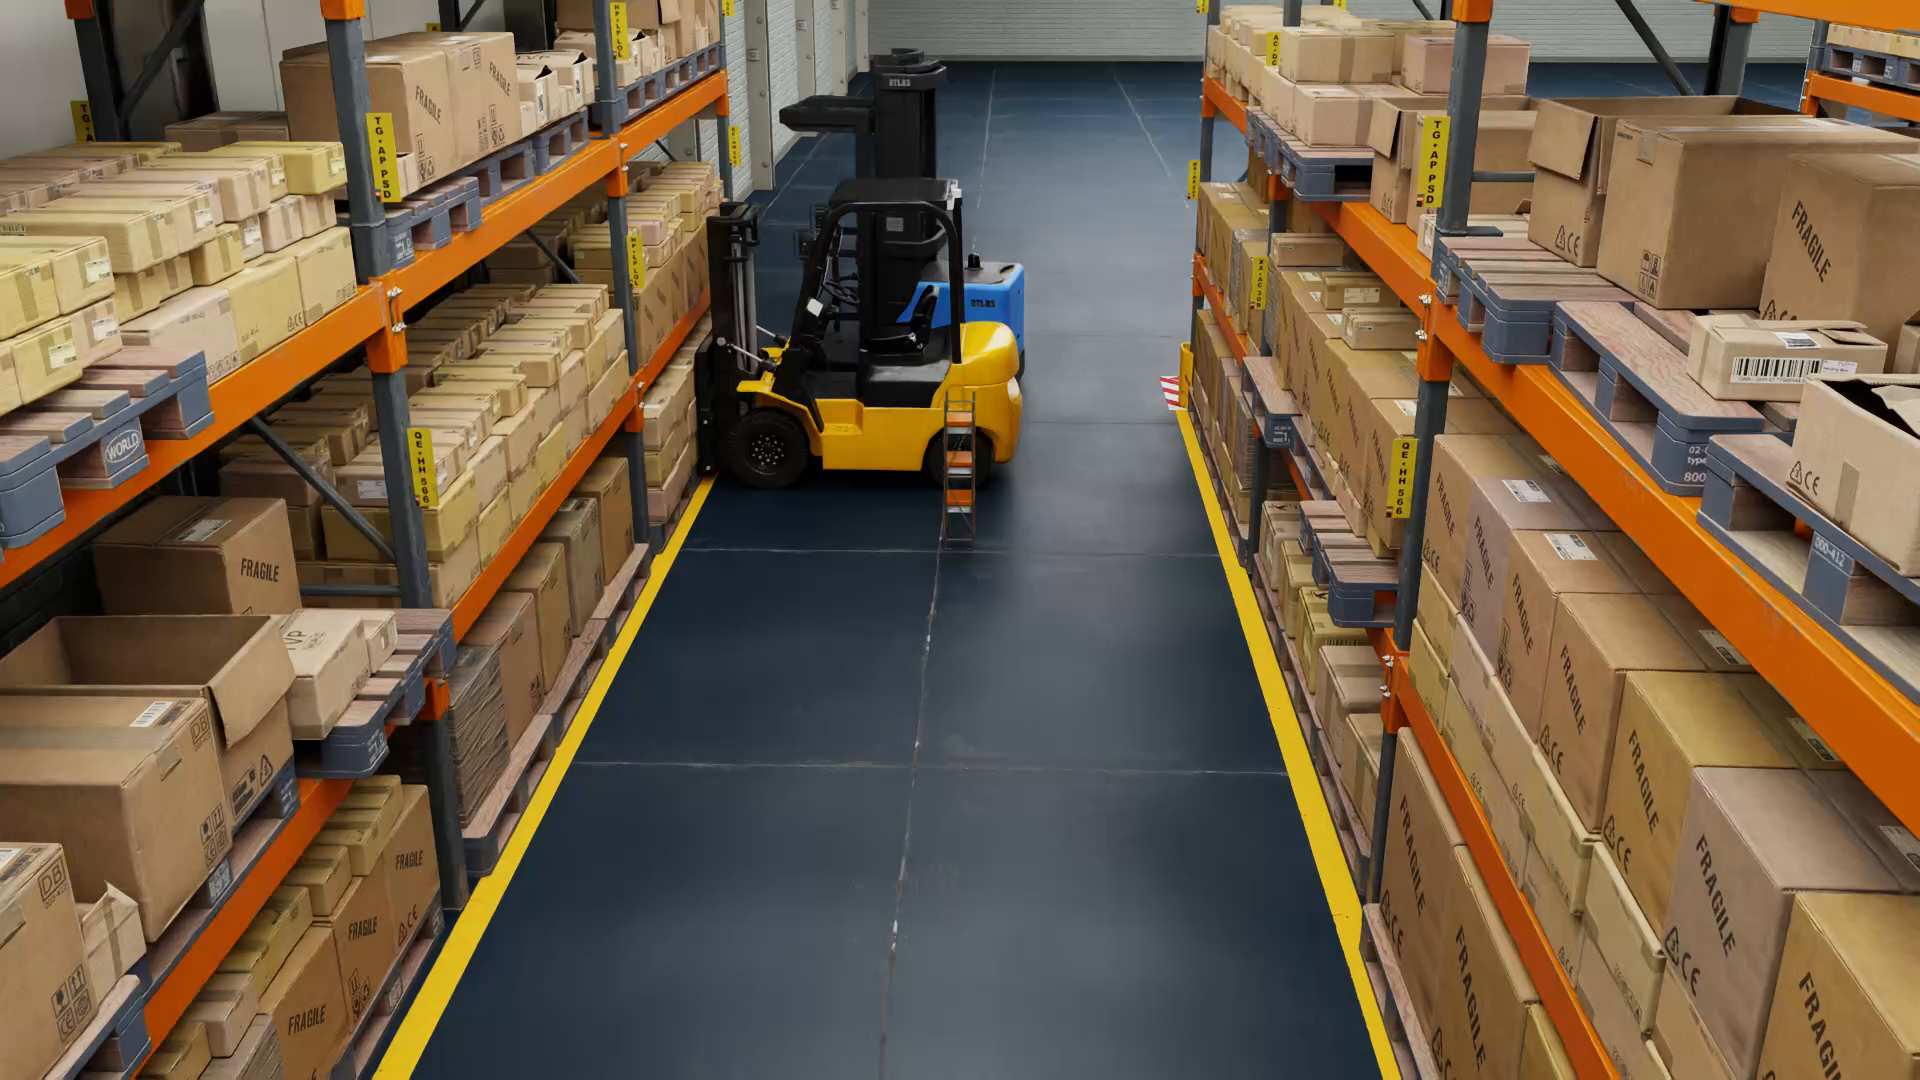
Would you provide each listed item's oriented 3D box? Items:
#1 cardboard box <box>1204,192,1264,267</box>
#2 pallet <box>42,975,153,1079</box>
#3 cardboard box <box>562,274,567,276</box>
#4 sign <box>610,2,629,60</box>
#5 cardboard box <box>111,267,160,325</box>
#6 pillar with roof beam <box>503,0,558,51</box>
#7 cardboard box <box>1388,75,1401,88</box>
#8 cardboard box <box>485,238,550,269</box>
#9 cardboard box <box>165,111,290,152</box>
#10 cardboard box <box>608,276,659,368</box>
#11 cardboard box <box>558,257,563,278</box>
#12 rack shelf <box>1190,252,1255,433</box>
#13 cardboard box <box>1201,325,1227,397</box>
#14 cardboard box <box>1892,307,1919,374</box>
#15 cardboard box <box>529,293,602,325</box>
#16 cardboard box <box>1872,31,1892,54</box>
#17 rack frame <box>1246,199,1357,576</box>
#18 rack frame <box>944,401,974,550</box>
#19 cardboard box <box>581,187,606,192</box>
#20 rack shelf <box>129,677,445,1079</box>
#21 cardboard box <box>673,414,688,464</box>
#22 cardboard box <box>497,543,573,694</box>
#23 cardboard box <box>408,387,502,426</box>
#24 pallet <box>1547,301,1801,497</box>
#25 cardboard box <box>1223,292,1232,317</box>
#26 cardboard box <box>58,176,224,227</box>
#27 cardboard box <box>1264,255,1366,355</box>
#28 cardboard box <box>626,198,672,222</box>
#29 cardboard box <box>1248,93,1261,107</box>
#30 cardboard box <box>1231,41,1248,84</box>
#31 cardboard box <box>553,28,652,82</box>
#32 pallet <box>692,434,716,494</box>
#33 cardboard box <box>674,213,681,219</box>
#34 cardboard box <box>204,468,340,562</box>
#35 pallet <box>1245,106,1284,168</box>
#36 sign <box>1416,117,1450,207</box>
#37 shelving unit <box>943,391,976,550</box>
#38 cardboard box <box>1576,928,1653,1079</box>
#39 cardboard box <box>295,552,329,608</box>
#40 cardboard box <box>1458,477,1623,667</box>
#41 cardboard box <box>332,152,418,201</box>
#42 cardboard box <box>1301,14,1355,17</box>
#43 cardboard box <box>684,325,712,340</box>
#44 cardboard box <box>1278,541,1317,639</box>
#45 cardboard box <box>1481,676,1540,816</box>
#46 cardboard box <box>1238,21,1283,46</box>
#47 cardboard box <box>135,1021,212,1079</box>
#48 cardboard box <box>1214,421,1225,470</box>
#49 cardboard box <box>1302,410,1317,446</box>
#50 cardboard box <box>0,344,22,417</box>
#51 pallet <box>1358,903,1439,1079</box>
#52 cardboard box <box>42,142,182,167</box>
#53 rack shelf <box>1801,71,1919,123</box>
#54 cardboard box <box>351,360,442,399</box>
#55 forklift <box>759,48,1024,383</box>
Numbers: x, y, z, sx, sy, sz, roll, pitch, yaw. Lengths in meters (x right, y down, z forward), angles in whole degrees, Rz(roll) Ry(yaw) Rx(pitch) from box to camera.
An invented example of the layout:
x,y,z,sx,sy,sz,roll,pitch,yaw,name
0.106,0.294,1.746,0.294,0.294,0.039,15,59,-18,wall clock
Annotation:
x,y,z,sx,sy,sz,roll,pitch,yaw,name
2.214,-2.456,13.164,0.500,0.500,0.500,1,21,3,cardboard box
-2.675,1.461,3.883,1.003,0.211,1.213,1,21,2,pallet
-2.803,-1.626,11.434,0.500,0.500,0.500,1,21,2,cardboard box
-2.023,-3.017,9.862,0.100,0.325,0.005,1,21,2,sign
-2.523,-0.706,4.711,0.380,0.149,0.250,1,21,3,cardboard box
0.937,-5.188,12.459,9.100,9.000,0.400,1,21,2,pillar with roof beam
2.503,-2.309,8.813,0.500,0.250,0.500,1,21,2,cardboard box
-2.858,-1.840,10.679,0.380,0.149,0.250,1,21,2,cardboard box
-2.921,-1.623,6.907,0.500,0.250,0.500,1,21,2,cardboard box
-2.291,-1.438,10.950,0.500,0.500,0.500,0,21,0,cardboard box
-2.840,-1.793,10.968,0.380,0.149,0.250,0,21,0,cardboard box
2.457,-1.568,12.418,1.077,0.370,4.000,1,21,2,rack shelf
2.205,-1.404,13.184,0.500,0.500,0.500,0,21,0,cardboard box
2.558,-0.476,4.068,0.396,0.266,0.258,2,21,6,cardboard box
-2.344,-1.363,9.861,0.380,0.149,0.250,0,21,1,cardboard box
7.115,-3.738,12.497,0.380,0.149,0.250,1,21,2,cardboard box
2.396,-1.180,10.425,1.000,3.000,0.127,1,21,2,rack frame
-0.005,-0.426,11.175,0.200,1.050,0.008,1,21,2,rack frame
-2.815,-2.580,12.585,0.380,0.149,0.250,0,21,0,cardboard box
-2.748,1.271,5.101,1.077,0.370,4.000,1,21,2,rack shelf
-2.229,-0.734,11.804,0.500,0.250,0.500,1,21,1,cardboard box
-2.622,0.419,9.005,0.875,0.625,0.625,0,21,-1,cardboard box
-2.421,-0.624,7.956,0.380,0.149,0.250,1,21,2,cardboard box
2.277,-0.407,4.545,1.003,0.211,1.213,2,21,4,pallet
2.138,-1.736,12.203,0.380,0.149,0.250,1,21,2,cardboard box
-2.523,-1.031,5.137,0.380,0.149,0.250,0,21,1,cardboard box
2.095,-1.395,9.848,0.500,0.500,0.500,1,21,3,cardboard box
-2.309,-2.390,12.097,0.380,0.149,0.250,1,21,2,cardboard box
2.146,-2.951,11.189,0.380,0.149,0.250,1,21,3,cardboard box
2.185,-3.361,11.694,0.500,0.250,0.500,1,21,3,cardboard box
-2.297,-3.131,10.710,0.500,0.311,0.500,1,21,3,cardboard box
-2.465,-0.663,12.946,1.003,0.211,1.213,1,21,2,pallet
-2.286,-2.347,12.397,0.380,0.149,0.250,0,21,1,cardboard box
-2.951,-0.116,7.197,0.500,0.250,0.500,1,21,3,cardboard box
2.271,-2.269,9.344,1.213,0.211,1.003,1,21,2,pallet
1.732,-1.380,6.078,0.100,0.325,0.005,1,21,2,sign
-0.002,-0.470,11.289,0.215,1.050,0.252,1,21,2,shelving unit
1.965,1.251,4.366,0.500,0.250,0.500,0,21,0,cardboard box
-2.929,0.117,7.288,0.500,0.250,0.500,0,21,0,cardboard box
2.010,0.108,5.583,0.500,0.500,0.500,1,21,2,cardboard box
-2.373,-1.442,6.556,0.380,0.166,0.250,1,21,2,cardboard box
2.693,-3.789,12.247,0.380,0.149,0.250,1,21,2,cardboard box
-2.161,-1.523,13.145,0.500,0.250,0.500,1,21,2,cardboard box
2.364,0.299,9.665,0.950,0.372,0.625,2,21,5,cardboard box
1.968,0.650,5.223,0.500,0.250,0.500,1,21,1,cardboard box
2.139,-3.512,11.532,0.380,0.149,0.250,1,21,2,cardboard box
-2.576,1.628,5.163,0.380,0.149,0.250,1,21,2,cardboard box
2.172,-0.687,12.375,0.500,0.250,0.500,1,21,2,cardboard box
1.996,-0.592,8.674,0.380,0.149,0.250,1,21,4,cardboard box
-2.373,-0.338,3.735,0.380,0.149,0.250,0,21,1,cardboard box
2.175,1.850,6.469,1.003,0.211,1.213,1,21,2,pallet
-2.975,-1.310,5.858,0.380,0.149,0.250,0,21,0,cardboard box
7.408,-2.949,11.830,1.077,0.370,4.000,1,21,2,rack shelf
-2.852,-0.812,8.439,0.380,0.149,0.250,1,21,3,cardboard box
-0.976,-2.795,14.681,3.031,2.935,1.130,4,22,10,forklift
